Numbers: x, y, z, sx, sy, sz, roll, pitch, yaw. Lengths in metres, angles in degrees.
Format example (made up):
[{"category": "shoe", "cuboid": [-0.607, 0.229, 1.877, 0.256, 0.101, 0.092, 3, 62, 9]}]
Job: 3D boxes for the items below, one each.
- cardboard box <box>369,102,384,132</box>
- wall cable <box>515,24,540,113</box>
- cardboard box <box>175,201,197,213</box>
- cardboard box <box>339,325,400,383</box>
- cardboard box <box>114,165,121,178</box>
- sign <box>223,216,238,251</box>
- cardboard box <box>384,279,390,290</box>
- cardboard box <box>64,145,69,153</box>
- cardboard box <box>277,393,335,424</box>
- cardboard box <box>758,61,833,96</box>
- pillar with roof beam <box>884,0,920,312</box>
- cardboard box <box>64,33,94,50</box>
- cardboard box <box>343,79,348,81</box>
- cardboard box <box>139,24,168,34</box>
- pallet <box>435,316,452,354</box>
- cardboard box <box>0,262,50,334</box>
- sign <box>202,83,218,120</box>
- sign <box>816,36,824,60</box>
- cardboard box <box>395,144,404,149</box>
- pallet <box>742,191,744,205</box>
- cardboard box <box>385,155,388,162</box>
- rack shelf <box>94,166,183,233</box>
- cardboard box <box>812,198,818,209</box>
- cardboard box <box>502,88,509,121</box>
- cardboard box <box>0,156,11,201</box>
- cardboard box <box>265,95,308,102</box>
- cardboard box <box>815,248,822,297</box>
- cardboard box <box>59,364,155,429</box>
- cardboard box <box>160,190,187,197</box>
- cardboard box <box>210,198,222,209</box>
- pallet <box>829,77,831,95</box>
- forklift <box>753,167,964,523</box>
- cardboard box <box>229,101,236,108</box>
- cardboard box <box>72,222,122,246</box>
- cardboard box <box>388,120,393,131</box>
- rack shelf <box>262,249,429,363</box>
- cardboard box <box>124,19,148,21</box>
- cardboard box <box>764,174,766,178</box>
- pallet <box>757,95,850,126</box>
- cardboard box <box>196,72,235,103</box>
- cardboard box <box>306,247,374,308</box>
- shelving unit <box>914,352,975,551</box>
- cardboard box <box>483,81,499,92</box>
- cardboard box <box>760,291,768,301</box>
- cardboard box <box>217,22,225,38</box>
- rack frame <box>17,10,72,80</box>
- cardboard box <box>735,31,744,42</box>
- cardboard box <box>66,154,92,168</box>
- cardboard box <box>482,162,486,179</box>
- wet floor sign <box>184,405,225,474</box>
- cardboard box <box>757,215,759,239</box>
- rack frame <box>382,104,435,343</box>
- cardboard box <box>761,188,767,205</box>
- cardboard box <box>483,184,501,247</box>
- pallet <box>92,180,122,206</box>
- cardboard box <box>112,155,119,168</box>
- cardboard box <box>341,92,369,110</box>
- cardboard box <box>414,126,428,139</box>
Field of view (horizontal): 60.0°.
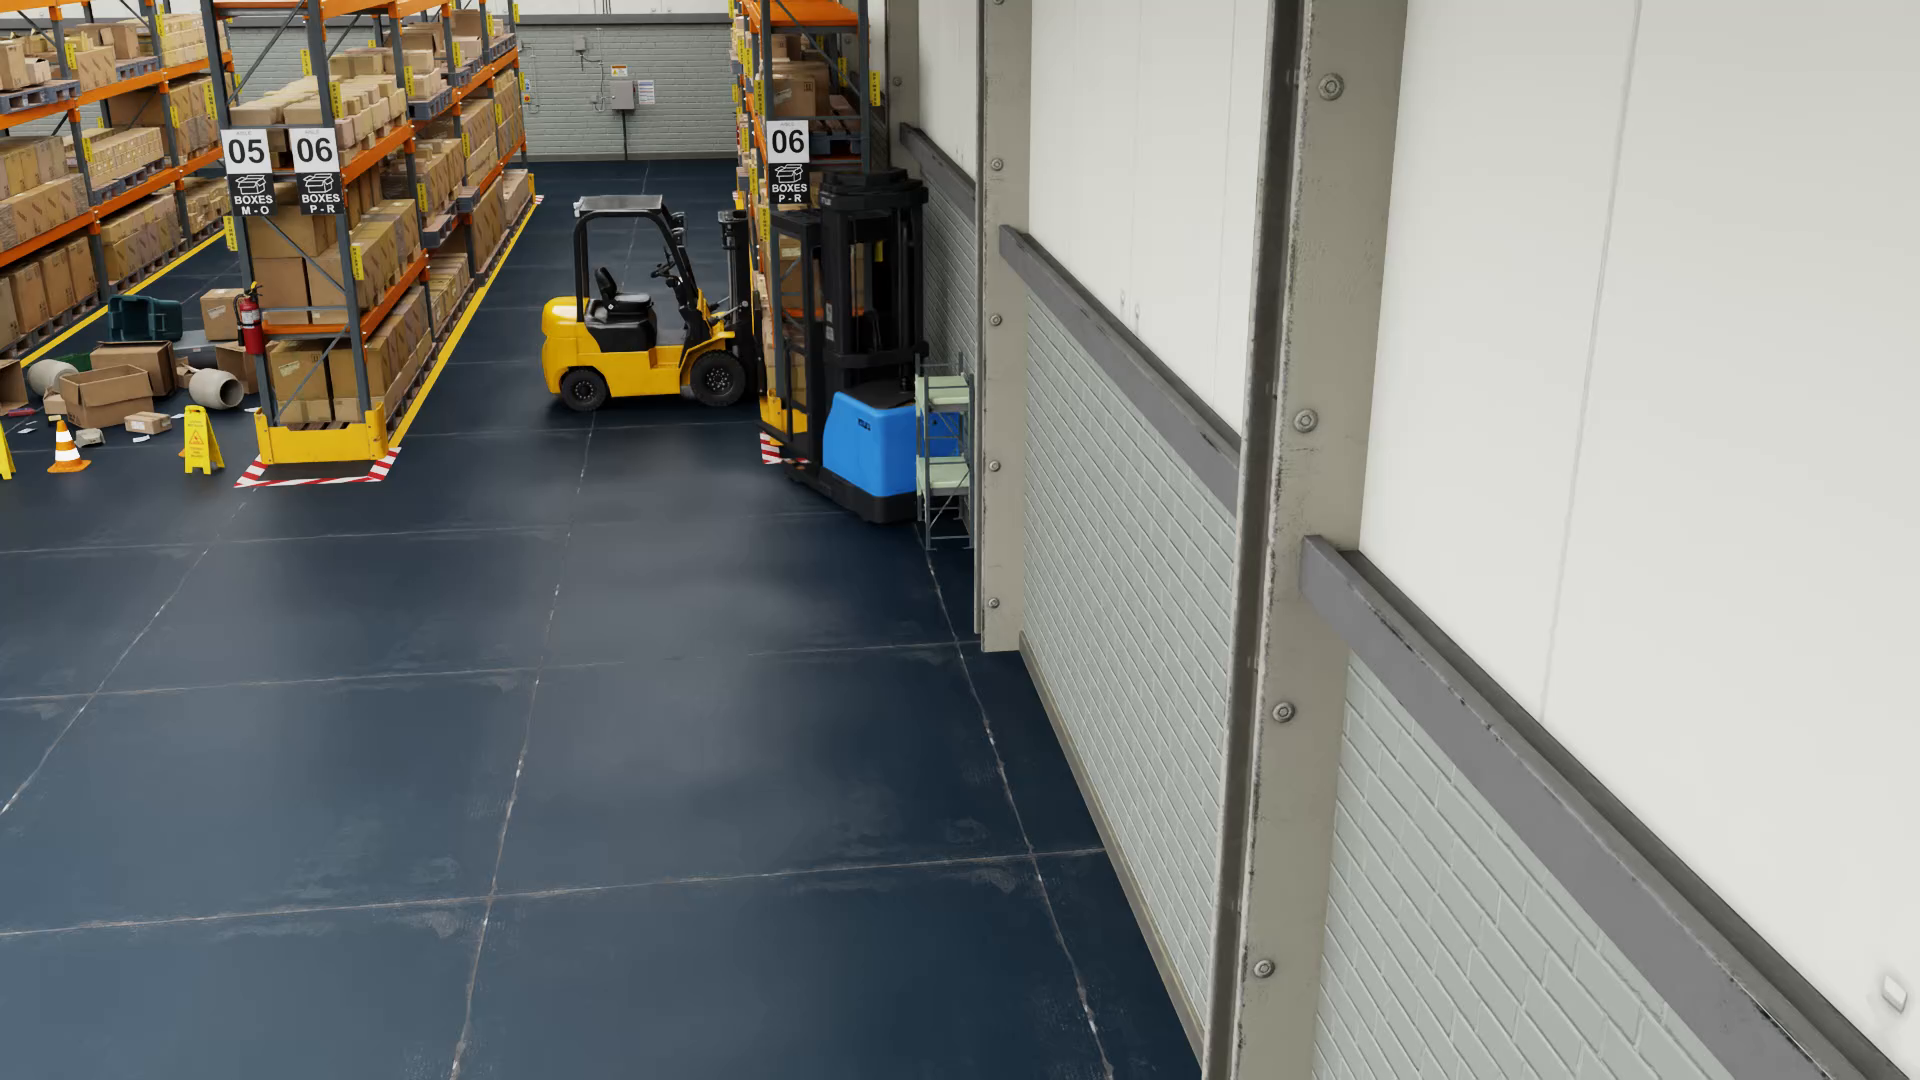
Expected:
[{"category": "cardboard box", "cuboid": [-6.306, -4.398, 17.280, 0.500, 0.250, 0.500, -2, 21, -7]}, {"category": "wall cable", "cuboid": [-9.423, -10.186, 35.780, 0.585, 1.953, 0.123, -3, 21, -8]}, {"category": "cardboard box", "cuboid": [-12.720, -5.443, 27.201, 0.380, 0.149, 0.250, -2, 21, -5]}, {"category": "cardboard box", "cuboid": [-6.207, -1.947, 17.474, 0.500, 0.500, 0.500, -4, 21, -10]}, {"category": "cardboard box", "cuboid": [-12.342, -5.306, 23.968, 0.380, 0.149, 0.250, -2, 21, -6]}, {"category": "sign", "cuboid": [-6.833, -2.874, 15.593, 0.100, 0.325, 0.005, -3, 21, -8]}, {"category": "cardboard box", "cuboid": [-6.302, -2.757, 17.745, 0.380, 0.149, 0.250, -3, 21, -9]}, {"category": "cardboard box", "cuboid": [-12.985, -5.548, 23.767, 0.380, 0.149, 0.250, -3, 21, -8]}, {"category": "cardboard box", "cuboid": [-6.667, -1.388, 17.050, 0.500, 0.250, 0.500, -3, 21, -8]}, {"category": "cardboard box", "cuboid": [-1.770, -4.859, 17.835, 0.797, 0.503, 0.637, -2, 21, -6]}, {"category": "pillar with roof beam", "cuboid": [-4.838, -5.336, 15.717, 9.100, 9.000, 0.400, -3, 21, -8]}, {"category": "cardboard box", "cuboid": [-12.254, -6.920, 23.006, 0.396, 0.266, 0.258, -3, 21, -8]}, {"category": "cardboard box", "cuboid": [-7.085, -5.316, 19.565, 0.500, 0.250, 0.500, -3, 21, -9]}, {"category": "cardboard box", "cuboid": [-12.703, -8.040, 26.172, 0.380, 0.149, 0.250, -4, 21, -10]}, {"category": "pallet", "cuboid": [-6.971, -2.553, 20.824, 1.003, 0.211, 1.213, -3, 21, -8]}, {"category": "cardboard box", "cuboid": [-12.055, -2.993, 20.631, 1.050, 0.750, 0.750, -3, 21, -8]}, {"category": "sign", "cuboid": [-6.833, -4.004, 15.171, 0.100, 0.325, 0.005, -3, 21, -8]}, {"category": "sign", "cuboid": [-1.973, -6.936, 23.435, 0.100, 0.325, 0.005, -3, 21, -8]}, {"category": "cardboard box", "cuboid": [-7.516, -5.010, 22.249, 0.500, 0.500, 0.500, -2, 21, -5]}, {"category": "pallet", "cuboid": [-3.549, -6.388, 31.091, 1.003, 0.211, 1.213, -3, 21, -8]}, {"category": "cardboard box", "cuboid": [-7.323, -4.757, 20.644, 0.380, 0.149, 0.250, -4, 21, -10]}, {"category": "rack shelf", "cuboid": [-12.606, -5.046, 24.541, 1.077, 0.370, 4.000, -3, 21, -8]}, {"category": "cardboard box", "cuboid": [-1.443, -3.702, 18.420, 0.380, 0.149, 0.250, -2, 21, -6]}, {"category": "cardboard box", "cuboid": [-7.969, -7.405, 28.258, 0.500, 0.500, 0.500, -3, 21, -7]}, {"category": "cardboard box", "cuboid": [-11.967, -4.345, 20.065, 0.700, 0.500, 0.500, -3, 21, -7]}, {"category": "cardboard box", "cuboid": [-6.690, -4.322, 16.508, 0.380, 0.149, 0.250, -3, 21, -8]}, {"category": "cardboard box", "cuboid": [-1.263, -2.868, 17.540, 0.500, 0.500, 0.500, -2, 21, -6]}, {"category": "cardboard box", "cuboid": [-9.040, -1.516, 17.630, 0.637, 0.503, 0.797, 17, 27, 39]}, {"category": "cardboard box", "cuboid": [-13.392, -5.864, 28.329, 0.380, 0.149, 0.250, -3, 21, -8]}, {"category": "cardboard box", "cuboid": [-12.863, -5.750, 28.448, 0.380, 0.149, 0.250, -3, 21, -7]}, {"category": "pallet", "cuboid": [-2.173, -5.926, 21.852, 1.003, 0.211, 1.213, -2, 21, -5]}, {"category": "forklift", "cuboid": [-1.045, -1.984, 15.414, 1.130, 2.935, 3.031, -12, 24, -29]}, {"category": "cardboard box", "cuboid": [-13.152, -7.504, 29.525, 0.500, 0.500, 0.500, -2, 21, -7]}, {"category": "cardboard box", "cuboid": [-12.178, -4.318, 23.465, 0.500, 0.250, 0.500, -4, 21, -10]}, {"category": "cardboard box", "cuboid": [-6.500, -4.604, 18.403, 0.380, 0.149, 0.250, -3, 21, -7]}, {"category": "rack shelf", "cuboid": [-6.569, -2.560, 17.887, 1.077, 0.370, 4.000, -3, 21, -8]}, {"category": "cardboard box", "cuboid": [-13.479, -8.459, 27.294, 0.380, 0.149, 0.250, -3, 21, -9]}, {"category": "cardboard box", "cuboid": [-2.423, -4.559, 21.141, 0.380, 0.149, 0.250, -4, 21, -9]}, {"category": "pallet", "cuboid": [-1.798, -4.911, 18.992, 1.003, 0.211, 1.213, -3, 21, -8]}, {"category": "cardboard box", "cuboid": [-13.159, -7.969, 29.342, 0.500, 0.500, 0.500, -3, 21, -9]}, {"category": "cardboard box", "cuboid": [-6.075, -2.569, 16.314, 0.500, 0.500, 0.500, -3, 21, -9]}, {"category": "shelving unit", "cuboid": [-0.130, -0.755, 13.990, 0.431, 1.500, 0.755, -3, 21, -6]}, {"category": "cardboard box", "cuboid": [-7.906, -7.565, 27.758, 0.380, 0.149, 0.250, -3, 21, -8]}, {"category": "cardboard box", "cuboid": [-2.040, -2.686, 19.095, 0.500, 0.250, 0.500, -2, 21, -6]}, {"category": "cardboard box", "cuboid": [-13.153, -8.882, 28.998, 0.500, 0.250, 0.500, -4, 21, -9]}, {"category": "rack frame", "cuboid": [-12.318, -7.501, 21.511, 1.000, 3.000, 0.127, -3, 21, -8]}, {"category": "cardboard box", "cuboid": [-3.324, -7.890, 26.031, 0.380, 0.149, 0.250, -3, 21, -9]}, {"category": "cardboard box", "cuboid": [-12.194, -5.219, 22.886, 0.380, 0.149, 0.250, -3, 21, -8]}, {"category": "cardboard box", "cuboid": [-7.492, -5.616, 25.255, 0.500, 0.250, 0.500, -3, 21, -8]}, {"category": "wet floor sign", "cuboid": [-7.313, -0.982, 15.998, 0.267, 0.644, 0.232, 4, 21, 11]}, {"category": "cardboard box", "cuboid": [-2.278, -3.933, 20.747, 0.500, 0.250, 0.500, -2, 21, -7]}, {"category": "rack frame", "cuboid": [-6.858, -3.590, 19.615, 1.000, 3.000, 0.127, -3, 21, -8]}, {"category": "cardboard box", "cuboid": [-2.086, -3.938, 19.052, 0.380, 0.149, 0.250, -2, 21, -7]}, {"category": "cardboard box", "cuboid": [-7.704, -5.038, 25.929, 0.875, 0.875, 0.875, -2, 21, -6]}, {"category": "pallet", "cuboid": [-12.526, -4.842, 23.241, 1.213, 0.211, 1.003, -3, 21, -8]}, {"category": "cardboard box", "cuboid": [-12.344, -5.446, 23.917, 0.380, 0.149, 0.250, -3, 21, -8]}, {"category": "cardboard box", "cuboid": [-6.207, -4.442, 16.828, 0.380, 0.149, 0.250, -2, 21, -6]}, {"category": "cardboard box", "cuboid": [-7.768, -5.656, 23.574, 0.500, 0.500, 0.500, -3, 21, -9]}]
